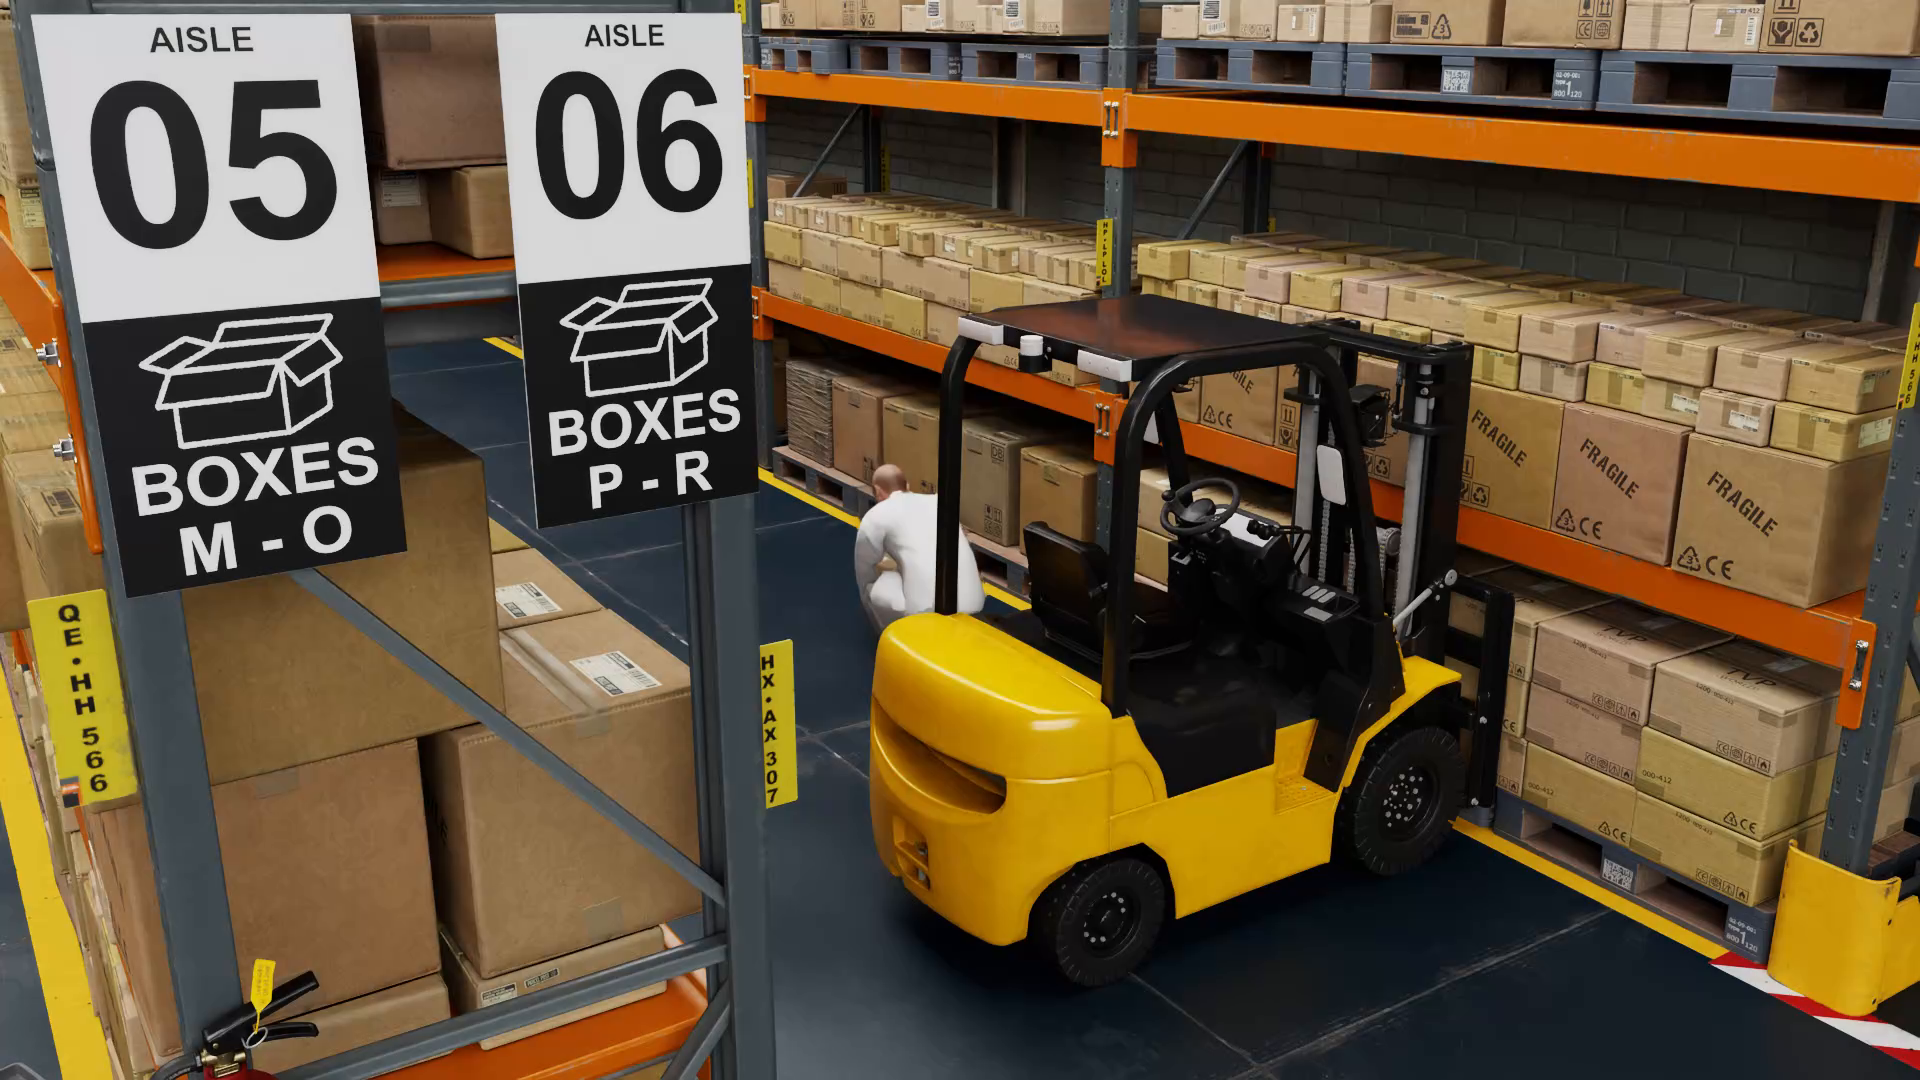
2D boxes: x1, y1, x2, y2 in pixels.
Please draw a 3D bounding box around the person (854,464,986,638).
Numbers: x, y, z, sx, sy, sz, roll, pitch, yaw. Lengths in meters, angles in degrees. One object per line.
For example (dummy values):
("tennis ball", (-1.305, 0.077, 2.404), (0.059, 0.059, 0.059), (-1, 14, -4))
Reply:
("person", (-0.221, 0.153, 8.387), (0.606, 0.998, 0.919), (-7, 19, -22))
